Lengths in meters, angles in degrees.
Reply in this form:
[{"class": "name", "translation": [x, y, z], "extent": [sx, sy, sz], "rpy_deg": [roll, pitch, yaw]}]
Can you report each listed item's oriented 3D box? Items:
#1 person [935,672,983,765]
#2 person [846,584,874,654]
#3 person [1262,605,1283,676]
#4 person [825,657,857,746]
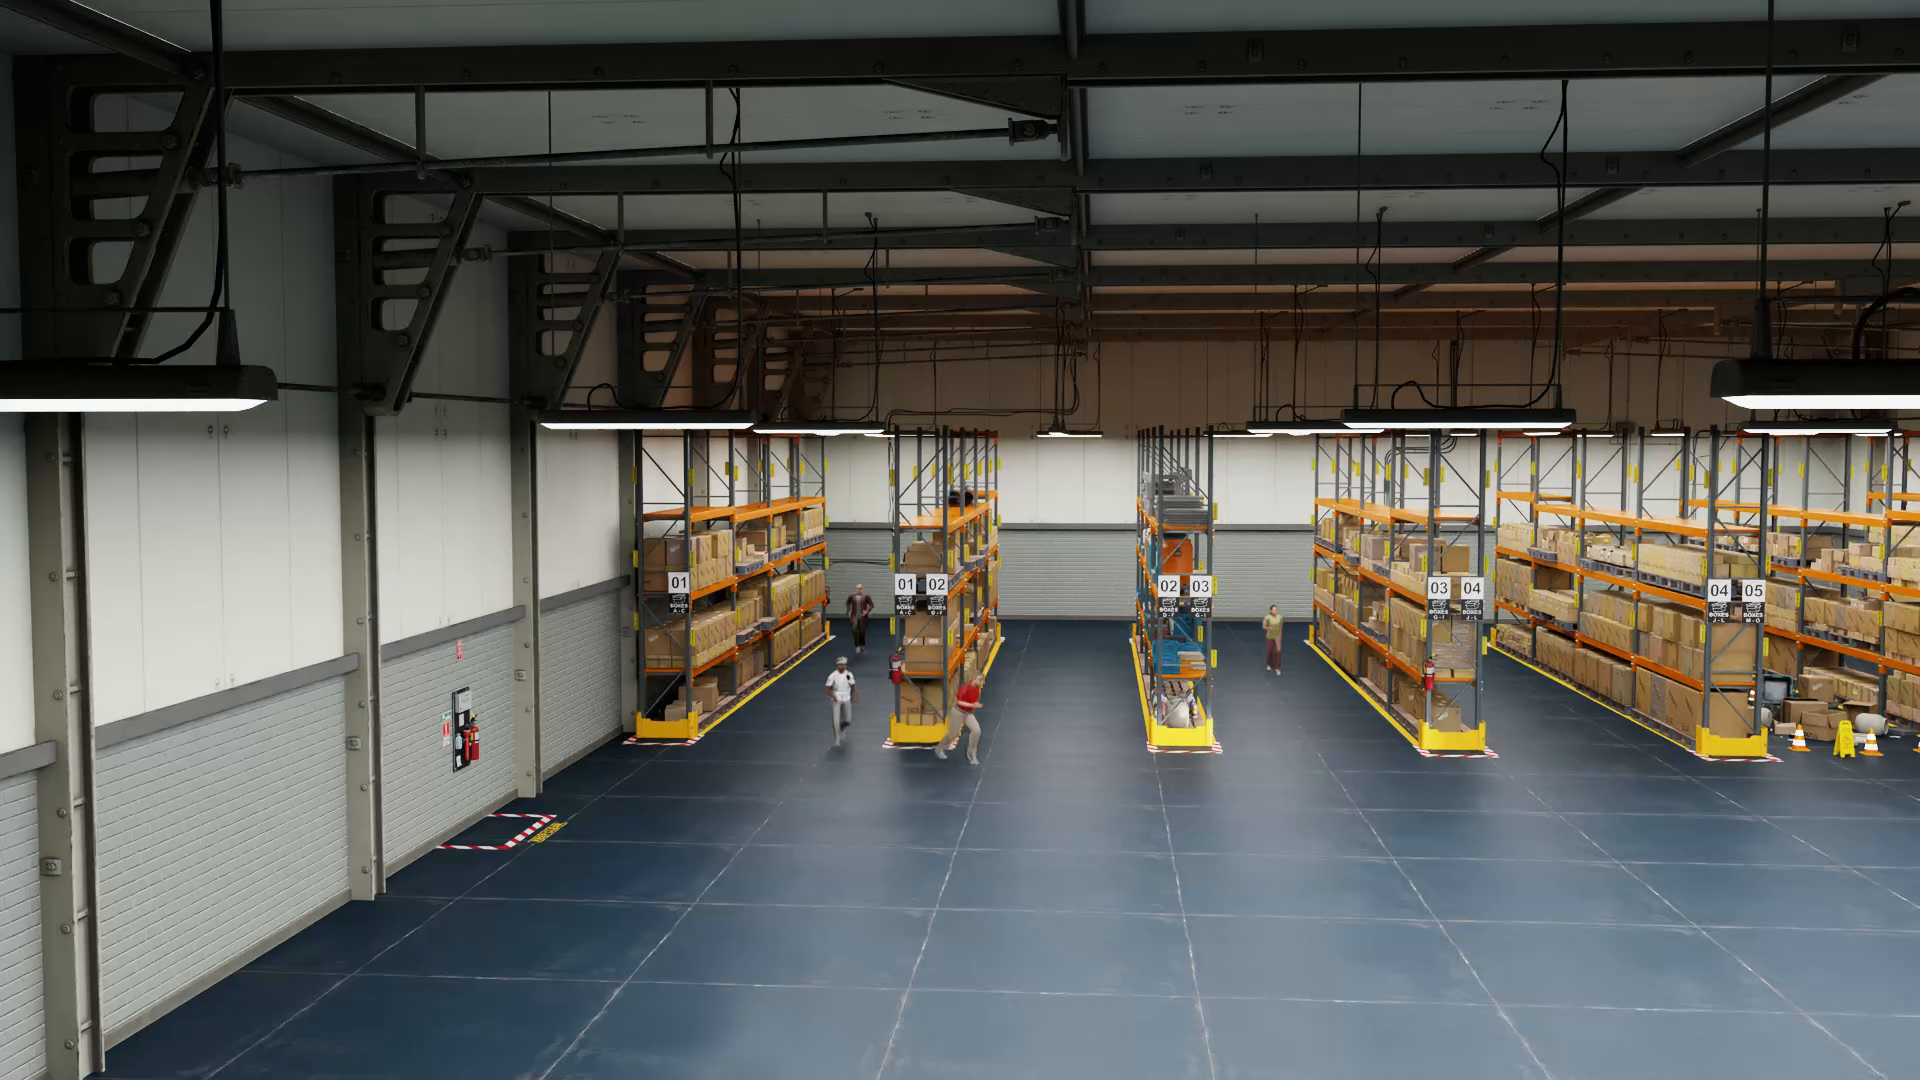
[{"class": "person", "translation": [0.012, 3.165, 29.514], "extent": [1.025, 1.696, 0.705], "rpy_deg": [2, 4, 33]}, {"class": "person", "translation": [-2.620, 2.047, 43.398], "extent": [0.751, 1.791, 0.879], "rpy_deg": [0, 3, 4]}, {"class": "person", "translation": [7.678, 2.427, 40.835], "extent": [0.529, 1.696, 0.887], "rpy_deg": [0, 3, 3]}, {"class": "person", "translation": [-2.232, 3.039, 31.320], "extent": [0.621, 1.690, 0.521], "rpy_deg": [-1, 4, -16]}]
